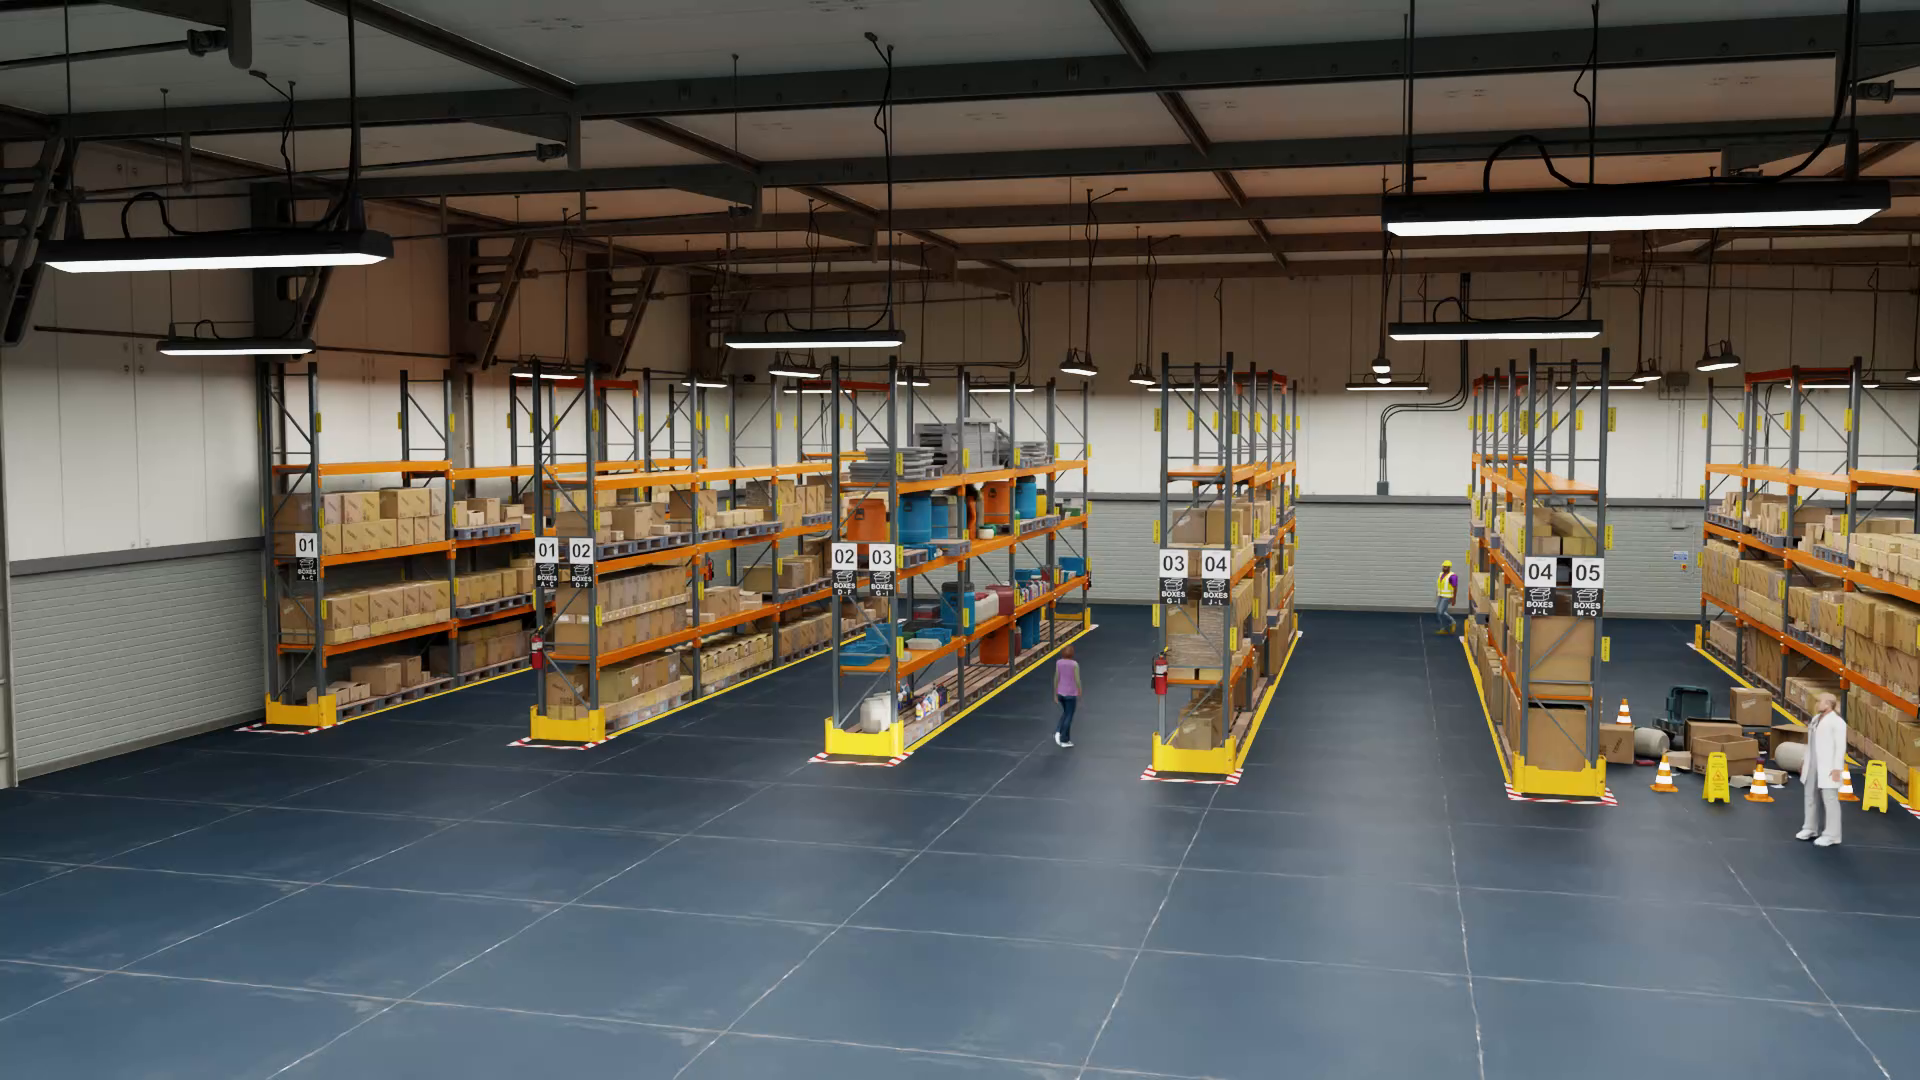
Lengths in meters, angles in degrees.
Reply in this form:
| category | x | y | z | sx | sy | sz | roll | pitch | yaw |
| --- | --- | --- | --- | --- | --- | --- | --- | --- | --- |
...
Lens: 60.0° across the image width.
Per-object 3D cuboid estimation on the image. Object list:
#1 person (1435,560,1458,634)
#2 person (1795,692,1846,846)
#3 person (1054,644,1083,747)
| category | x | y | z | sx | sy | sz | roll | pitch | yaw |
| --- | --- | --- | --- | --- | --- | --- | --- | --- | --- |
| person | 11.434 | 1.350 | 39.183 | 0.503 | 1.754 | 0.591 | -1 | 4 | -14 |
| person | 10.266 | 2.711 | 19.838 | 0.429 | 1.788 | 0.623 | -1 | 4 | -20 |
| person | 1.684 | 2.390 | 25.596 | 0.390 | 1.592 | 0.401 | -4 | 6 | -43 |
